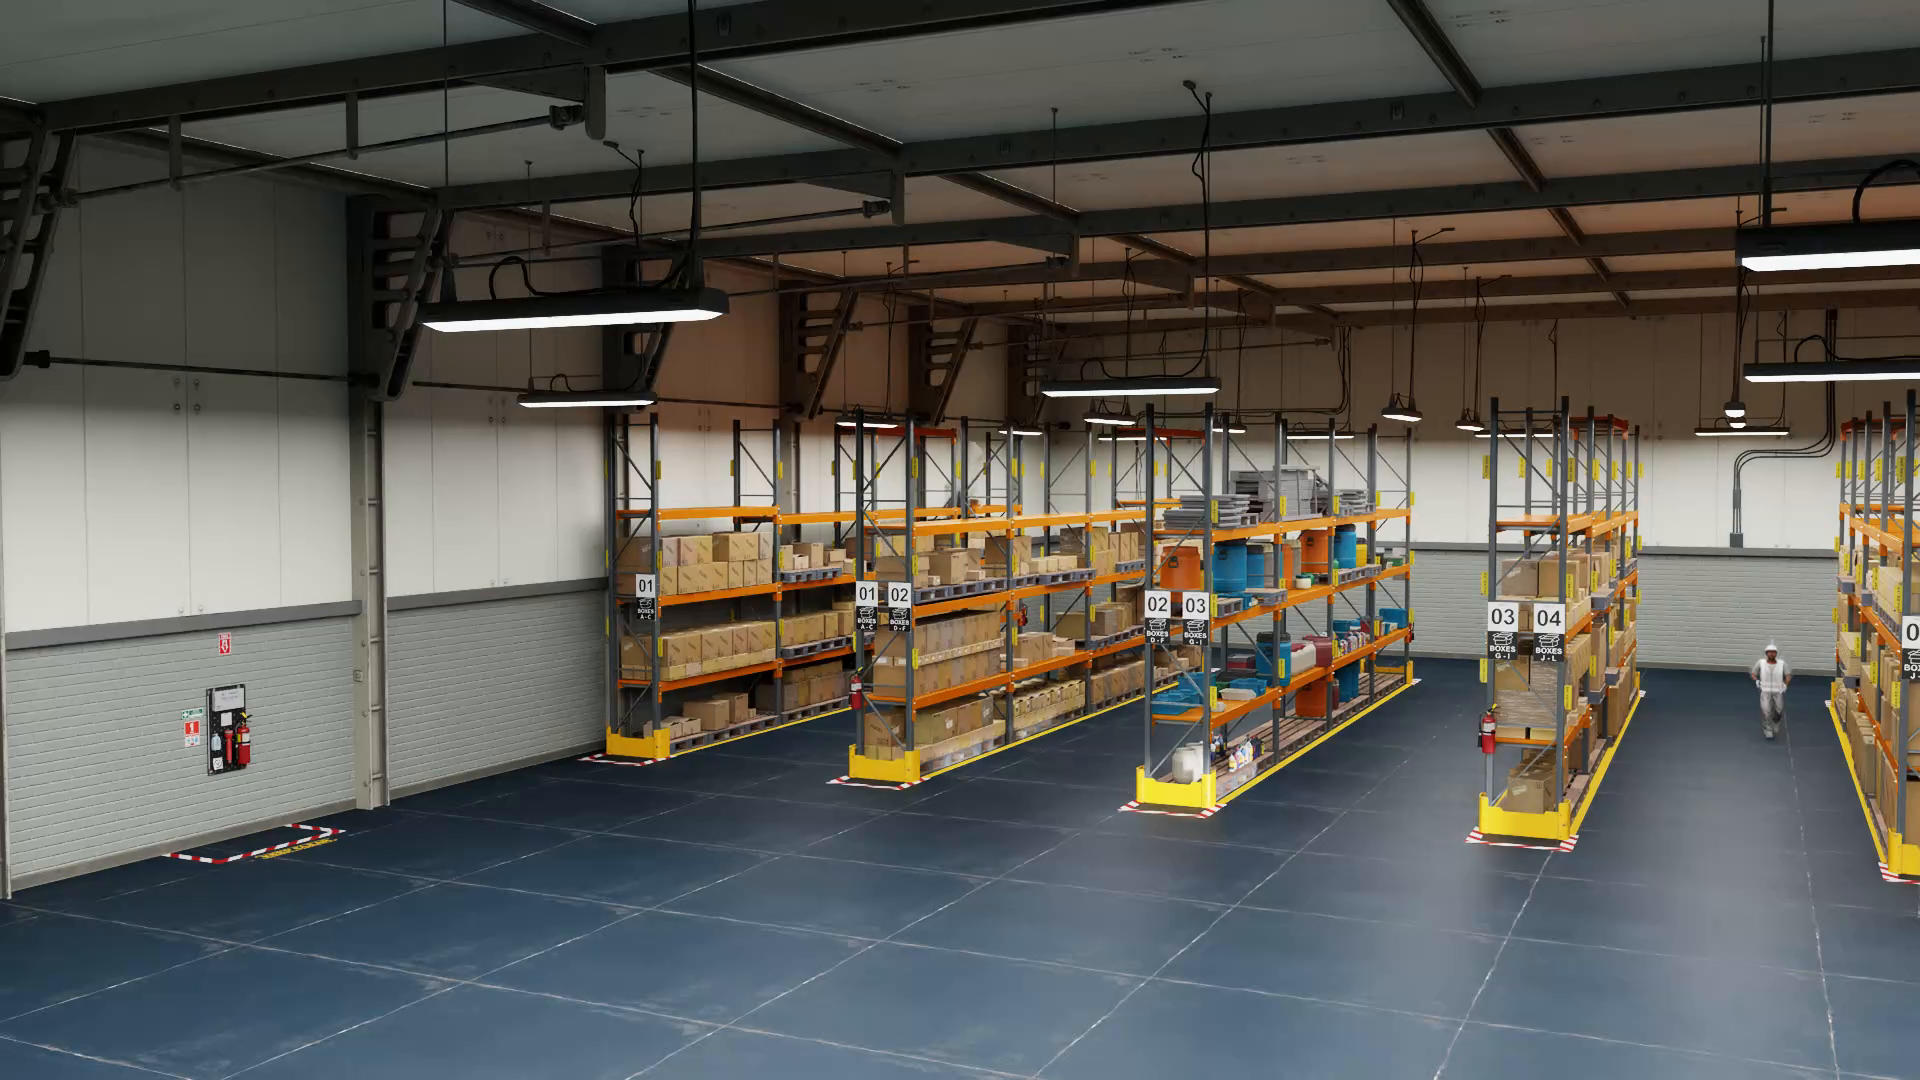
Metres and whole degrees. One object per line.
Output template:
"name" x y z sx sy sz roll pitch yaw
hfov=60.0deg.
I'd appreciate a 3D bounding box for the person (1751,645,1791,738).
"person" 15.136 2.828 31.043 0.678 1.733 0.620 1 3 22
